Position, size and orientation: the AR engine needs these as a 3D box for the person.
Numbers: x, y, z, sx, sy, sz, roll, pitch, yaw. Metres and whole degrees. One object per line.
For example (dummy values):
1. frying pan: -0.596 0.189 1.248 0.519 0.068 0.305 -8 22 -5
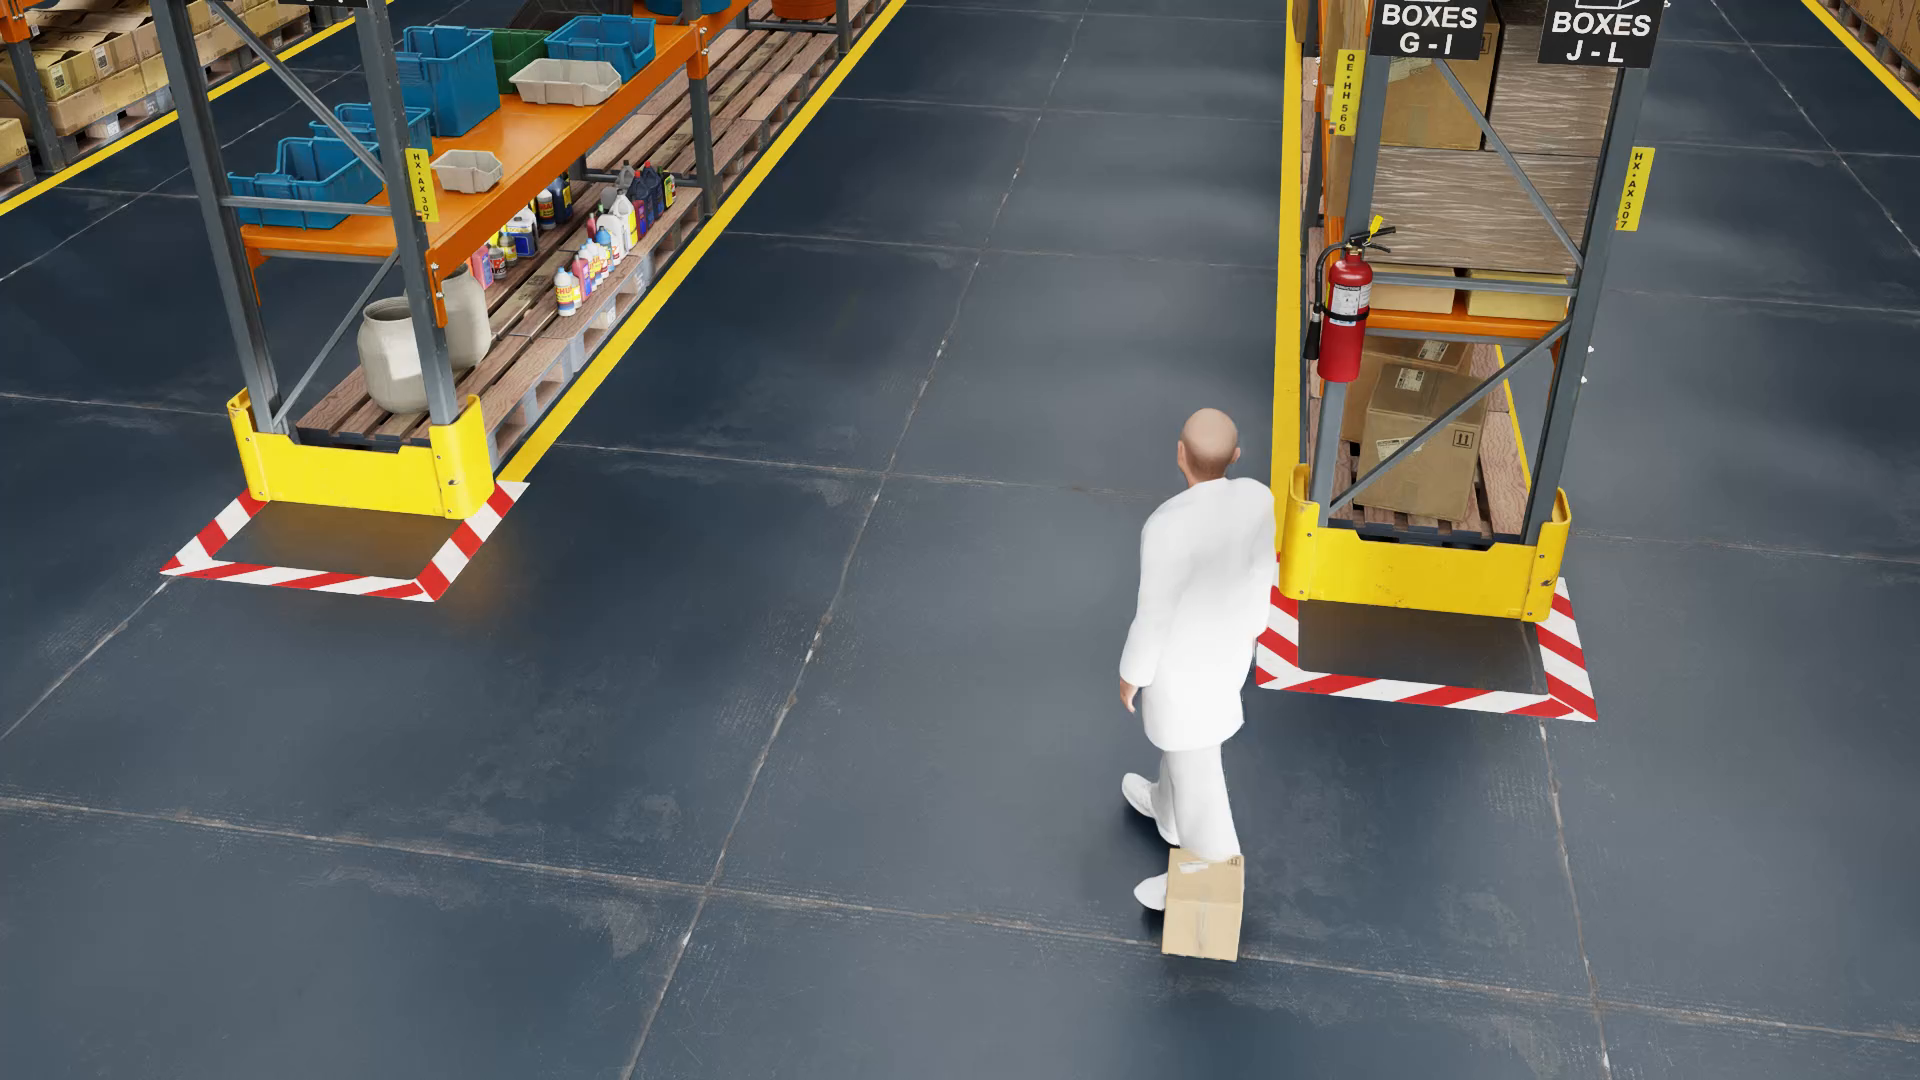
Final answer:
1. person: 0.763 0.378 5.525 0.684 1.776 0.624 25 40 34
